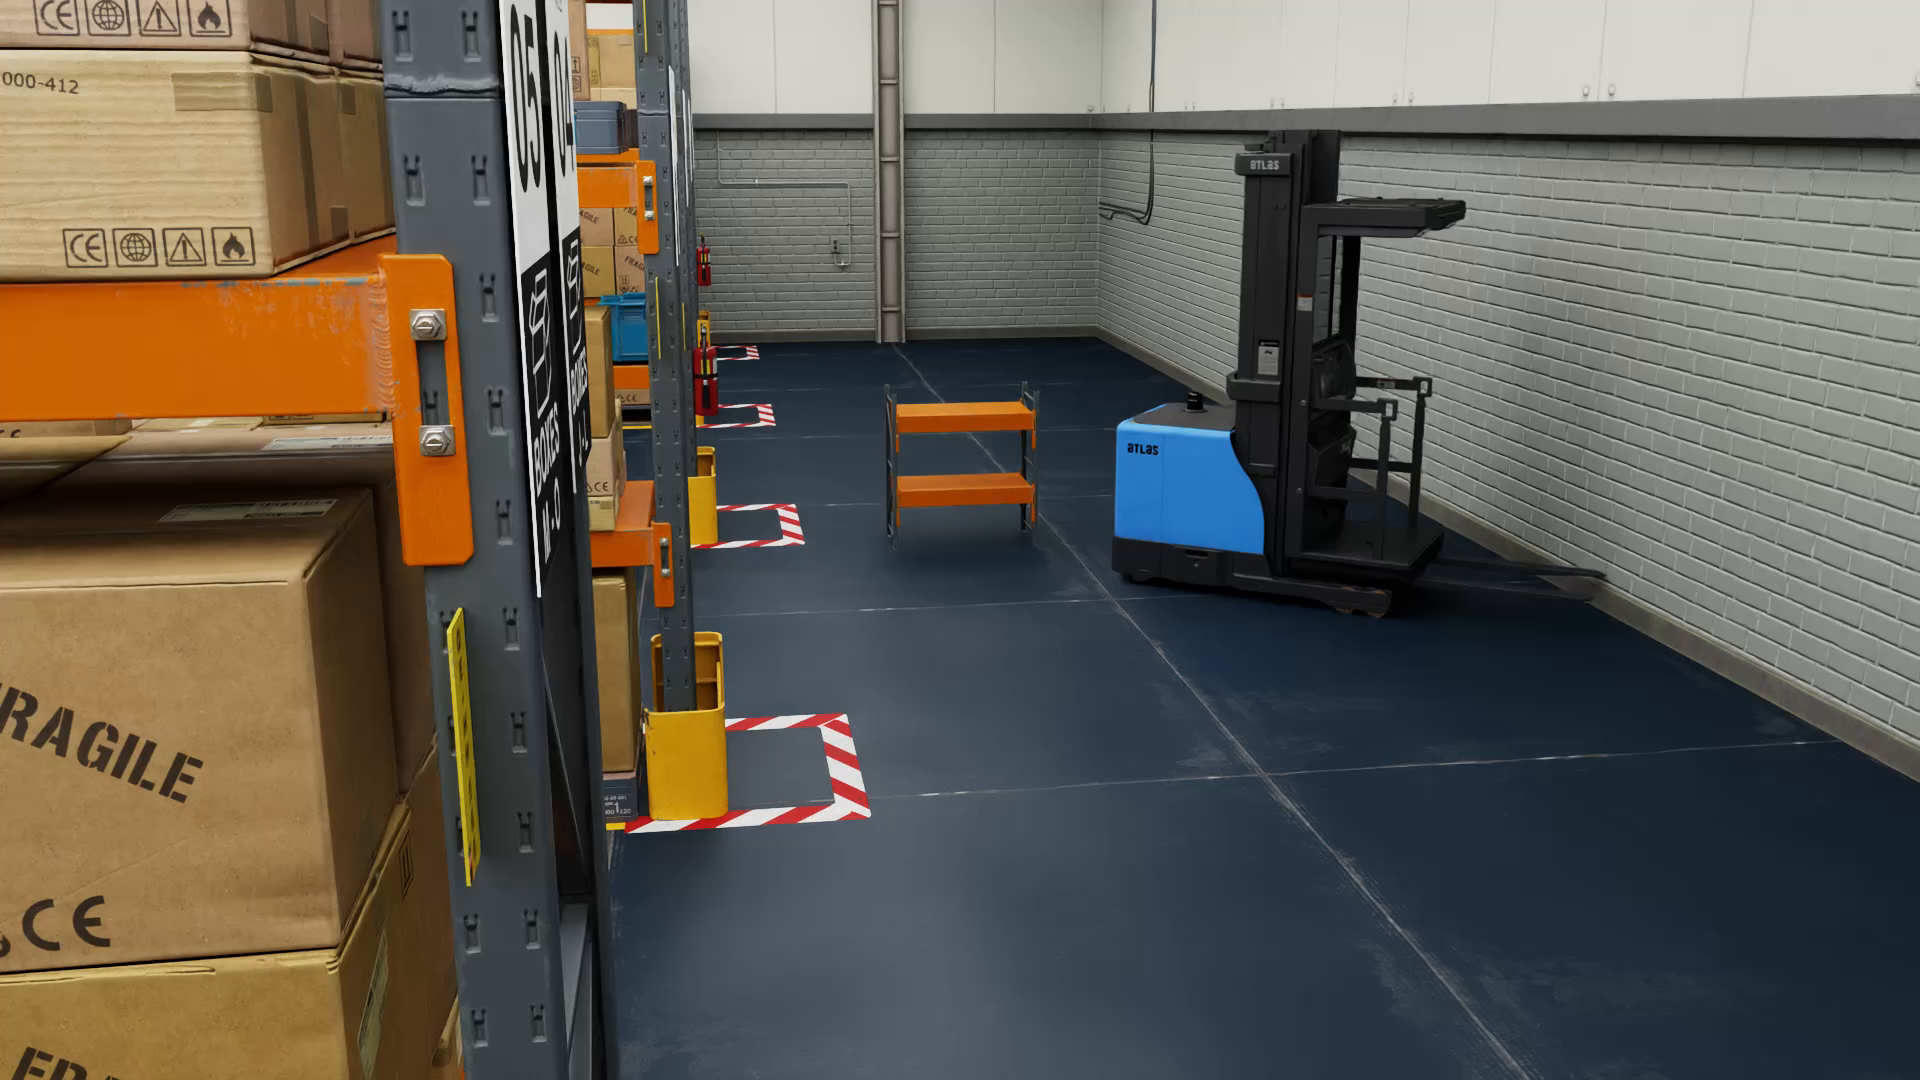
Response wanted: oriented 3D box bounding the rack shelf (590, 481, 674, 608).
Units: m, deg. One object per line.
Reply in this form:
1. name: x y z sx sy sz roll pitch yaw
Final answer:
1. rack shelf: -3.281 0.057 7.306 4.000 0.370 1.077 -2 14 -8

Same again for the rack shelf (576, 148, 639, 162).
1. rack shelf: -4.019 -2.589 11.692 4.000 0.370 1.077 -2 14 -8

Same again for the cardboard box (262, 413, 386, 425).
1. cardboard box: -2.824 -0.809 7.435 0.500 0.500 0.500 -2 14 -10

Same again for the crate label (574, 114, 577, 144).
1. crate label: -3.002 -2.983 12.088 0.502 0.251 0.408 -2 14 -8

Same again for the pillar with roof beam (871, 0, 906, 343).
1. pillar with roof beam: -0.335 -6.119 18.122 0.400 9.000 9.100 -2 14 -8

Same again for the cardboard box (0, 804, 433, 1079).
1. cardboard box: -1.071 0.718 2.376 0.500 0.500 0.500 -2 14 -7

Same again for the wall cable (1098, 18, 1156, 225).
1. wall cable: 2.129 -5.461 21.883 0.112 2.526 3.097 -2 14 -8

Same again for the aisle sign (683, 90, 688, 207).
1. aisle sign: -1.927 -2.749 11.672 0.004 0.787 0.394 -2 14 -8

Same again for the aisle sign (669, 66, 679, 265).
1. aisle sign: -1.188 -1.556 6.914 0.004 0.787 0.394 -2 14 -8

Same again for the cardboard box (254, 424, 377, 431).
1. cardboard box: -2.748 -0.318 7.019 0.500 0.250 0.500 -3 14 -10

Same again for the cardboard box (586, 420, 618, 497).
1. cardboard box: -1.743 -0.354 7.165 0.500 0.250 0.500 -2 14 -9

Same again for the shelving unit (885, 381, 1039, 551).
1. shelving unit: 0.007 -0.546 12.086 1.048 1.125 0.538 -2 14 -8

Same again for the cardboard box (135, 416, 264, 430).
1. cardboard box: -3.344 -0.425 7.448 0.500 0.250 0.500 -2 14 -9

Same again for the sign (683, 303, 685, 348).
1. sign: -1.944 -1.503 11.713 0.005 0.325 0.100 -2 14 -8

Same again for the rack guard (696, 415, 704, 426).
1. rack guard: -2.851 -1.532 17.303 0.348 0.500 1.175 -2 14 -8

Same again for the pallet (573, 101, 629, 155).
1. pallet: -2.036 -1.747 7.036 1.213 0.211 1.003 -2 14 -8

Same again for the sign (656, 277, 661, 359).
1. sign: -1.237 -0.910 6.816 0.005 0.325 0.100 -2 14 -8

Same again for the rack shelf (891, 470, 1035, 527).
1. rack shelf: 0.007 -0.309 12.145 1.000 0.278 0.538 -2 14 -8

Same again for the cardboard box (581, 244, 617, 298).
1. cardboard box: -3.691 -2.694 16.594 0.500 0.500 0.500 -2 14 -8

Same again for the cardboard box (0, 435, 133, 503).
1. cardboard box: -1.646 0.127 2.677 0.500 0.500 0.500 -2 14 -7

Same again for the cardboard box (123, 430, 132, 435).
1. cardboard box: -3.752 -0.282 6.876 0.500 0.250 0.500 -2 14 -7

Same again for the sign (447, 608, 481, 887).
1. sign: -0.602 0.252 2.021 0.005 0.325 0.100 -2 14 -8

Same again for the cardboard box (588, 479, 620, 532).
1. cardboard box: -1.607 -0.150 7.171 0.250 0.149 0.380 -2 14 -7

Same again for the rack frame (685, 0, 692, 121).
1. rack frame: -3.518 -6.849 21.031 0.127 3.000 1.000 -2 14 -8

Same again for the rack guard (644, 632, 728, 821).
1. rack guard: -1.280 0.847 7.815 0.348 0.500 1.175 -2 14 -8

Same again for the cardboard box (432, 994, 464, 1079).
1. cardboard box: -1.034 0.887 3.034 0.250 0.149 0.380 -2 14 -9

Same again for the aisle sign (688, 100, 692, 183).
1. aisle sign: -2.663 -3.937 16.410 0.004 0.787 0.394 -2 14 -8

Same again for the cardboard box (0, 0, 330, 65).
1. cardboard box: -1.082 -0.714 2.018 0.500 0.250 0.500 -3 14 -10

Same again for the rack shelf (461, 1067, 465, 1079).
1. rack shelf: -2.642 1.254 2.534 4.000 0.370 1.077 -2 14 -8

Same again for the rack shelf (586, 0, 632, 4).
1. rack shelf: -4.754 -5.234 16.079 4.000 0.370 1.077 -2 14 -8

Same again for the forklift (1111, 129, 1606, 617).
1. forklift: 2.564 -1.089 10.540 3.031 2.935 1.130 7 16 26

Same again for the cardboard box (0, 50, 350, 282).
1. cardboard box: -1.075 -0.470 2.070 0.500 0.250 0.500 -2 14 -10

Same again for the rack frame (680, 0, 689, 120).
1. rack frame: -2.776 -5.657 16.280 0.127 3.000 1.000 -2 14 -8

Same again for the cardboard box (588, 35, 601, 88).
1. cardboard box: -3.788 -4.715 16.430 0.500 0.500 0.700 -2 14 -8

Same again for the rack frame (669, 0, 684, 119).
1. rack frame: -2.042 -4.466 11.529 0.127 3.000 1.000 -2 14 -8

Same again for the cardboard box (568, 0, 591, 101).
1. cardboard box: -1.810 -2.088 6.941 0.500 0.500 0.700 -3 14 -12

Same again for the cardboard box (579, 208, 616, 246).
1. cardboard box: -3.674 -3.180 16.474 0.500 0.500 0.500 -2 14 -7

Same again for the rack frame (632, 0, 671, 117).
1. rack frame: -1.304 -3.274 6.778 0.127 3.000 1.000 -2 14 -8

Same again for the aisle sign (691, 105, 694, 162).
1. aisle sign: -3.402 -5.130 21.167 0.004 0.787 0.394 -2 14 -8

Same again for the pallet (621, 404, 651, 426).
1. pallet: -3.639 -1.363 17.222 1.213 0.211 1.003 -2 14 -8

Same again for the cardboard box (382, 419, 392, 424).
1. cardboard box: -2.332 -0.463 7.598 0.500 0.250 0.500 -2 14 -9

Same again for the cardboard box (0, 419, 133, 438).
1. cardboard box: -3.745 -0.646 6.788 0.500 0.500 0.500 -3 14 -10

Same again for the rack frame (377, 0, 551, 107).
1. rack frame: -0.665 -2.077 2.006 0.127 3.000 1.000 -2 14 -8

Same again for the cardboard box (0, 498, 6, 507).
1. cardboard box: -1.581 0.250 2.188 0.500 0.500 0.500 -3 14 -10

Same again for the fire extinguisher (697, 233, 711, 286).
1. fire extinguisher: -3.300 -3.615 21.395 0.183 0.674 0.296 -2 14 -8

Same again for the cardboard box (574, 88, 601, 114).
1. cardboard box: -3.740 -4.274 16.211 0.500 0.250 0.500 -2 14 -8

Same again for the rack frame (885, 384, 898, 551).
1. rack frame: -0.496 -0.527 12.013 0.032 1.125 0.500 -2 14 -8

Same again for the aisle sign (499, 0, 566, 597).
1. aisle sign: -0.548 -0.359 2.142 0.004 0.787 0.394 -2 14 -8
